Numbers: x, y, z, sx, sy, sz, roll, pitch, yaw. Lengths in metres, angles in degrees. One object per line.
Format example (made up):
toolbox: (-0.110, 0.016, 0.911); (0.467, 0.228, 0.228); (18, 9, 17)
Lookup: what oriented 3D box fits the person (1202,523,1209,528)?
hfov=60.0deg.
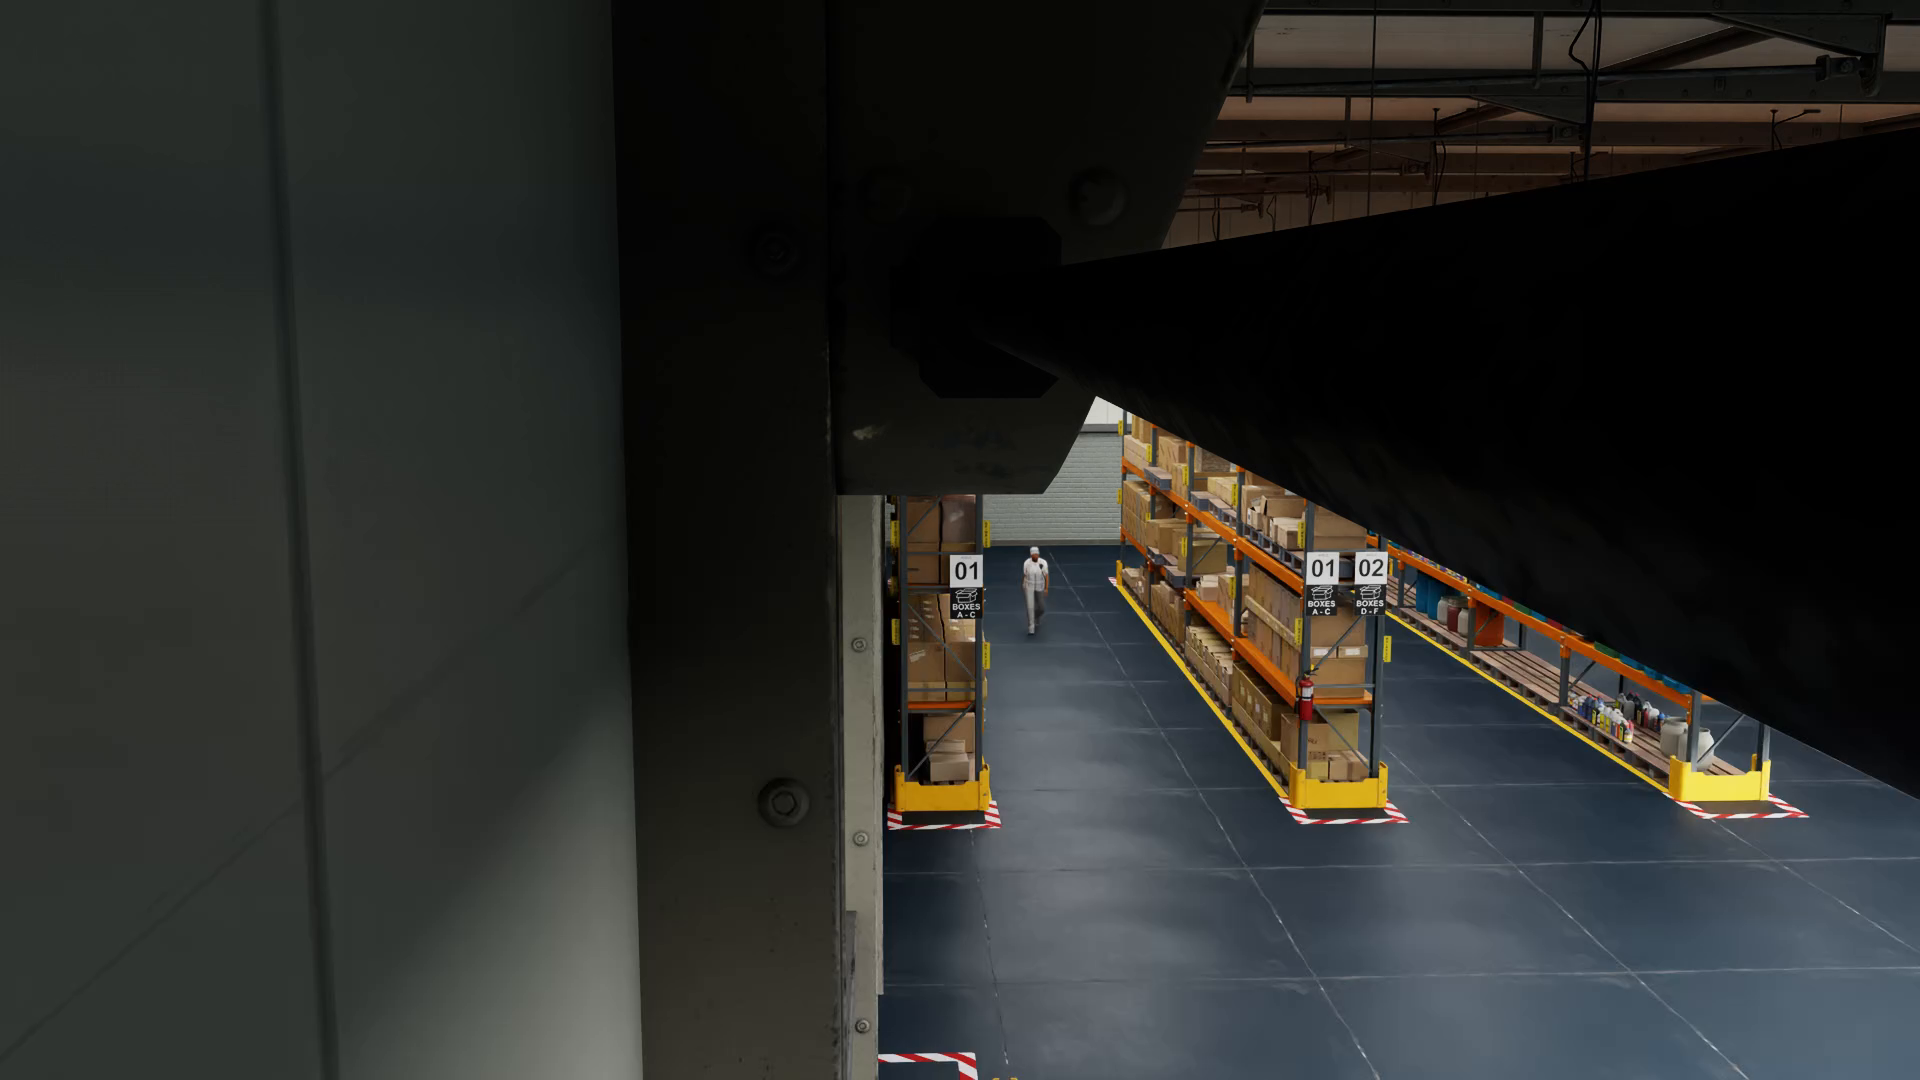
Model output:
person: (5.922, -0.463, 40.711); (1.042, 1.611, 0.524); (5, 10, 31)

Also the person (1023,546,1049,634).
person: (1.421, 0.904, 31.340); (0.493, 1.618, 0.857); (-1, 8, -5)
